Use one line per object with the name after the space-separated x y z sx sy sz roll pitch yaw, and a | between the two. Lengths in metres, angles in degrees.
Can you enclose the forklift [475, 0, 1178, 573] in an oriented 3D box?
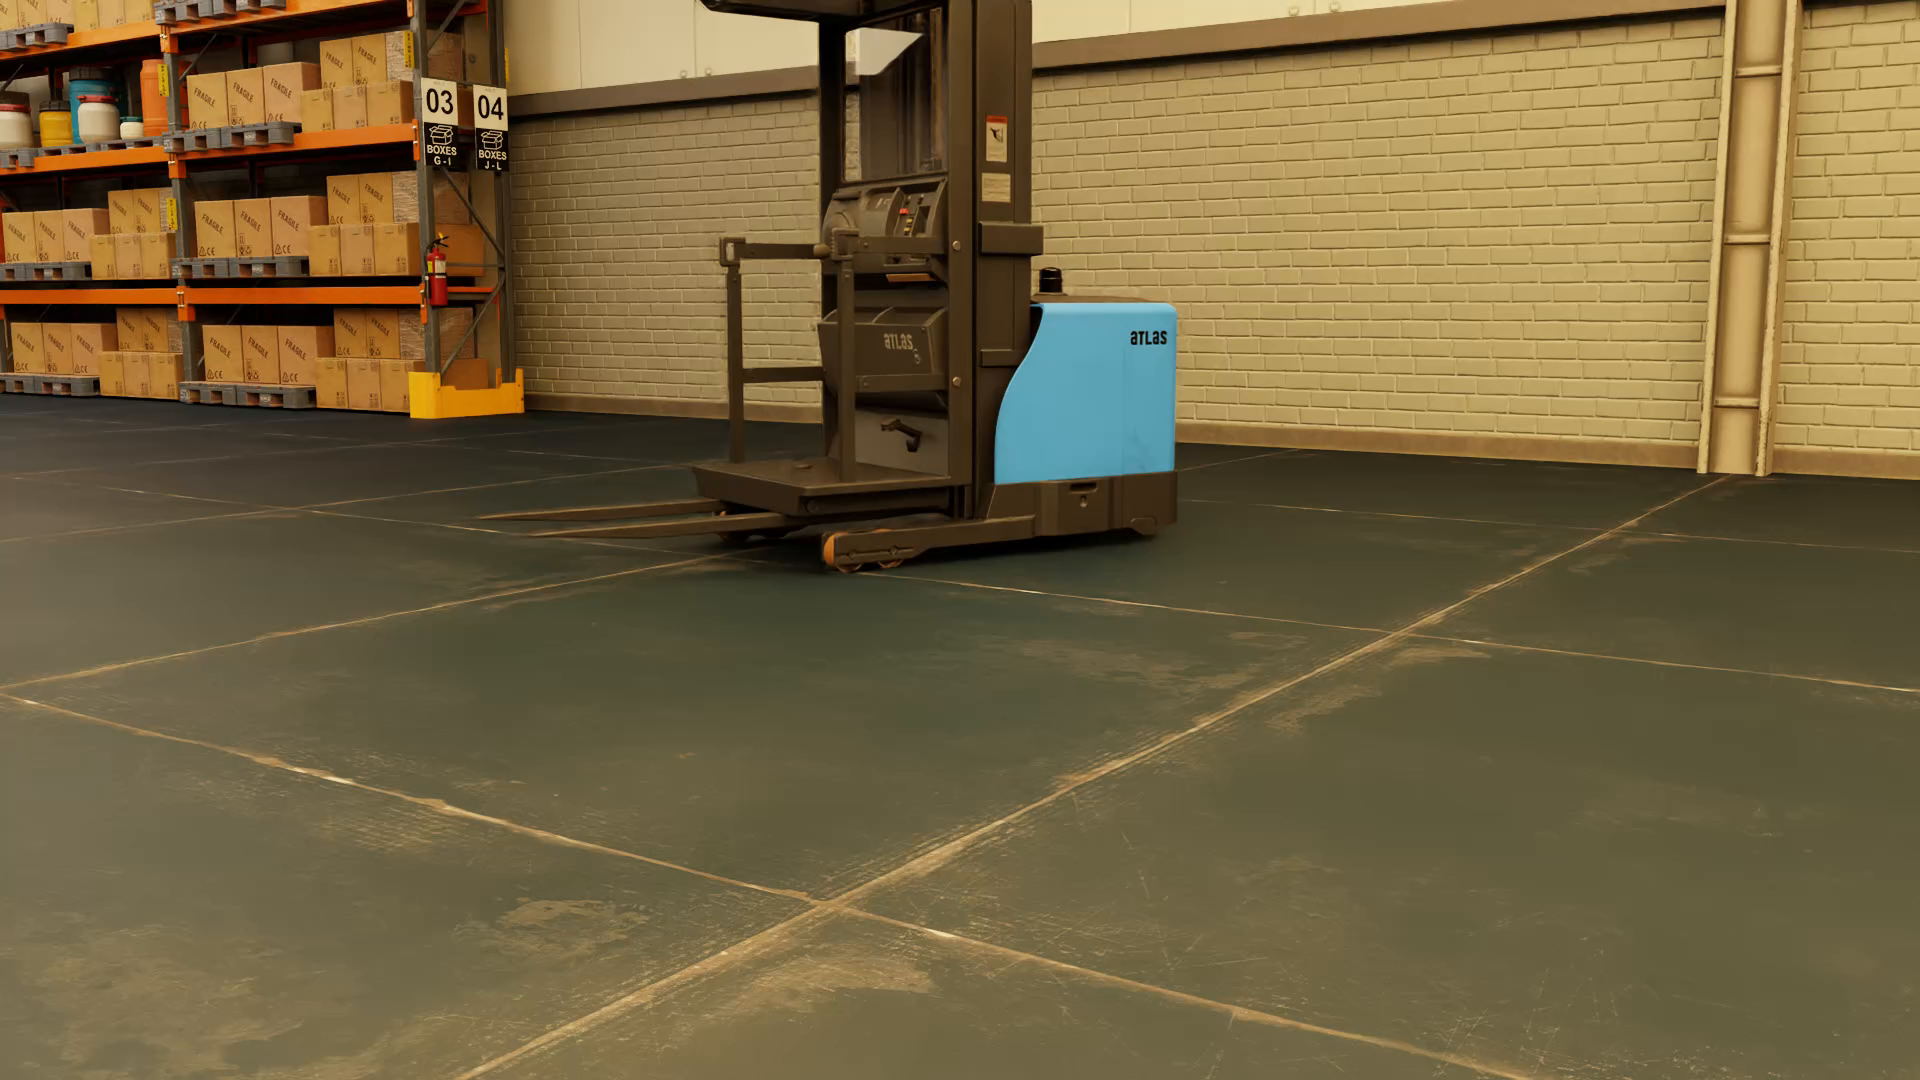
-0.507 -1.403 7.061 3.031 2.935 1.130 -5 10 -33 | forklift
